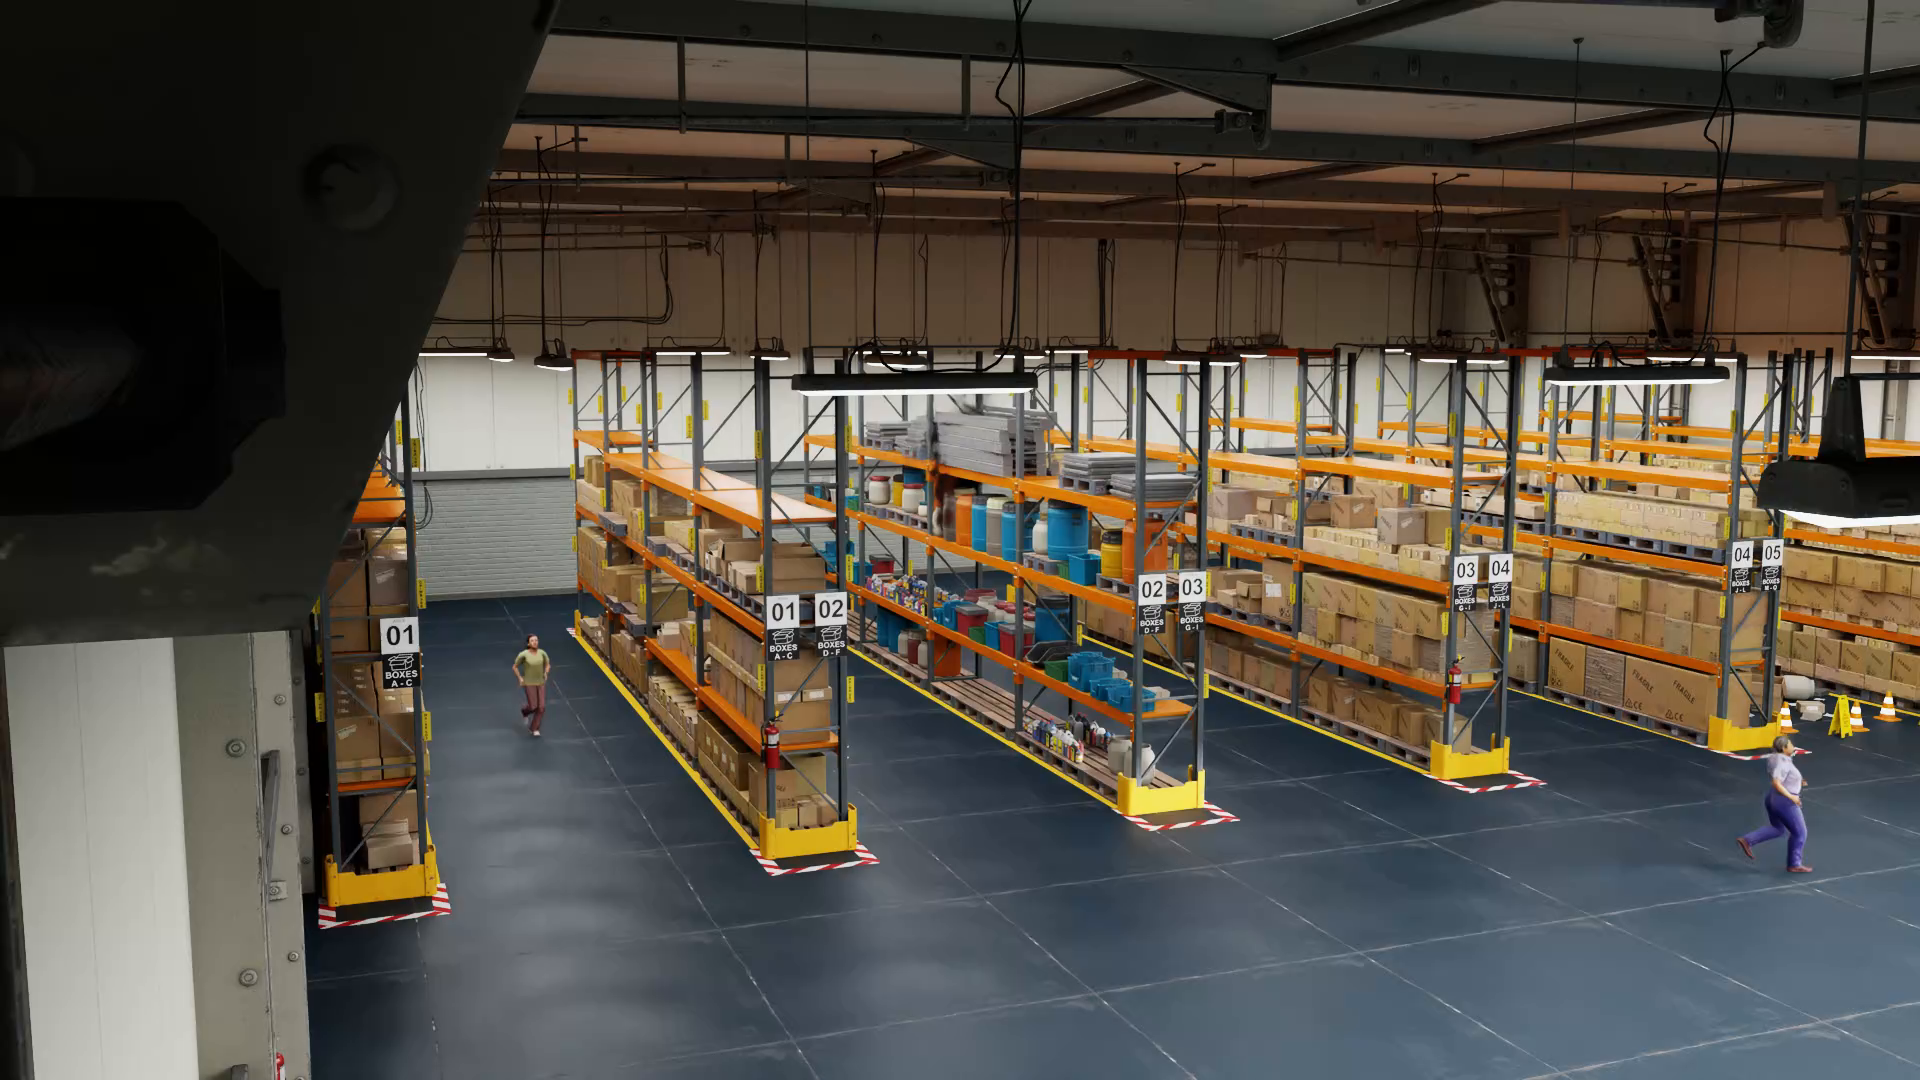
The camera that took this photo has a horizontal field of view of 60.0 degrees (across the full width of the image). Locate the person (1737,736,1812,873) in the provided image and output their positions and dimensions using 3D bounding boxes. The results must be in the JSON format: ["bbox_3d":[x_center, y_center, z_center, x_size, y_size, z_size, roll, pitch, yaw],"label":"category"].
[{"bbox_3d":[9.655,3.102,19.599,0.813,1.612,0.620,1,7,8],"label":"person"}]

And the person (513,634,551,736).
[{"bbox_3d":[-6.720,2.275,26.228,0.580,1.621,0.558,-5,8,-33],"label":"person"}]

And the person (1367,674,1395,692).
[{"bbox_3d":[7.565,1.859,29.352,0.656,1.696,0.627,-4,8,-27],"label":"person"}]
